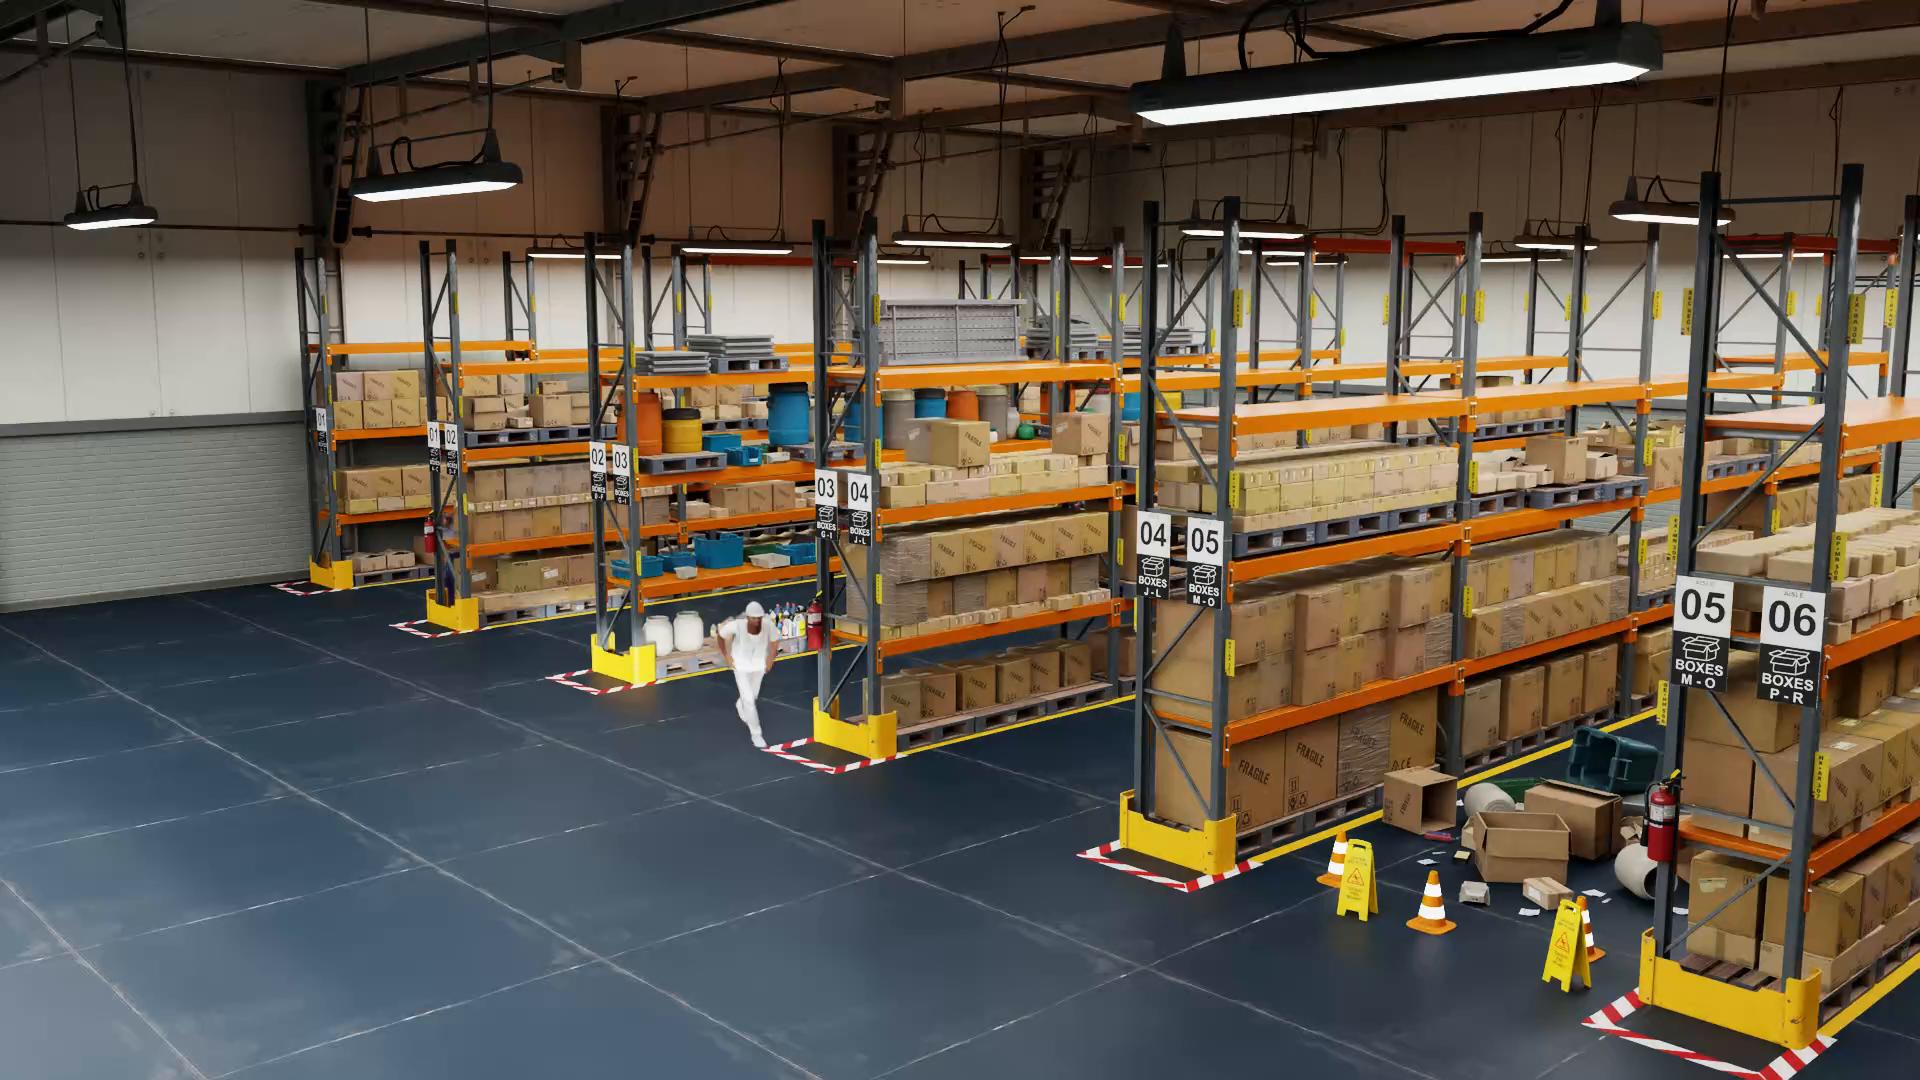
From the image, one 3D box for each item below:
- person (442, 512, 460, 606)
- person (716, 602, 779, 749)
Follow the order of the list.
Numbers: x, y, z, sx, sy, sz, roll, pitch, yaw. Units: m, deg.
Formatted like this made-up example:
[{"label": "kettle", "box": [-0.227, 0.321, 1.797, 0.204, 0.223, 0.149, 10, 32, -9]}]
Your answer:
[{"label": "person", "box": [-8.382, 0.350, 27.791, 0.636, 1.686, 0.898, 5, 10, 31]}, {"label": "person", "box": [-2.488, 1.515, 19.436, 0.726, 1.711, 1.038, -3, 9, -18]}]
